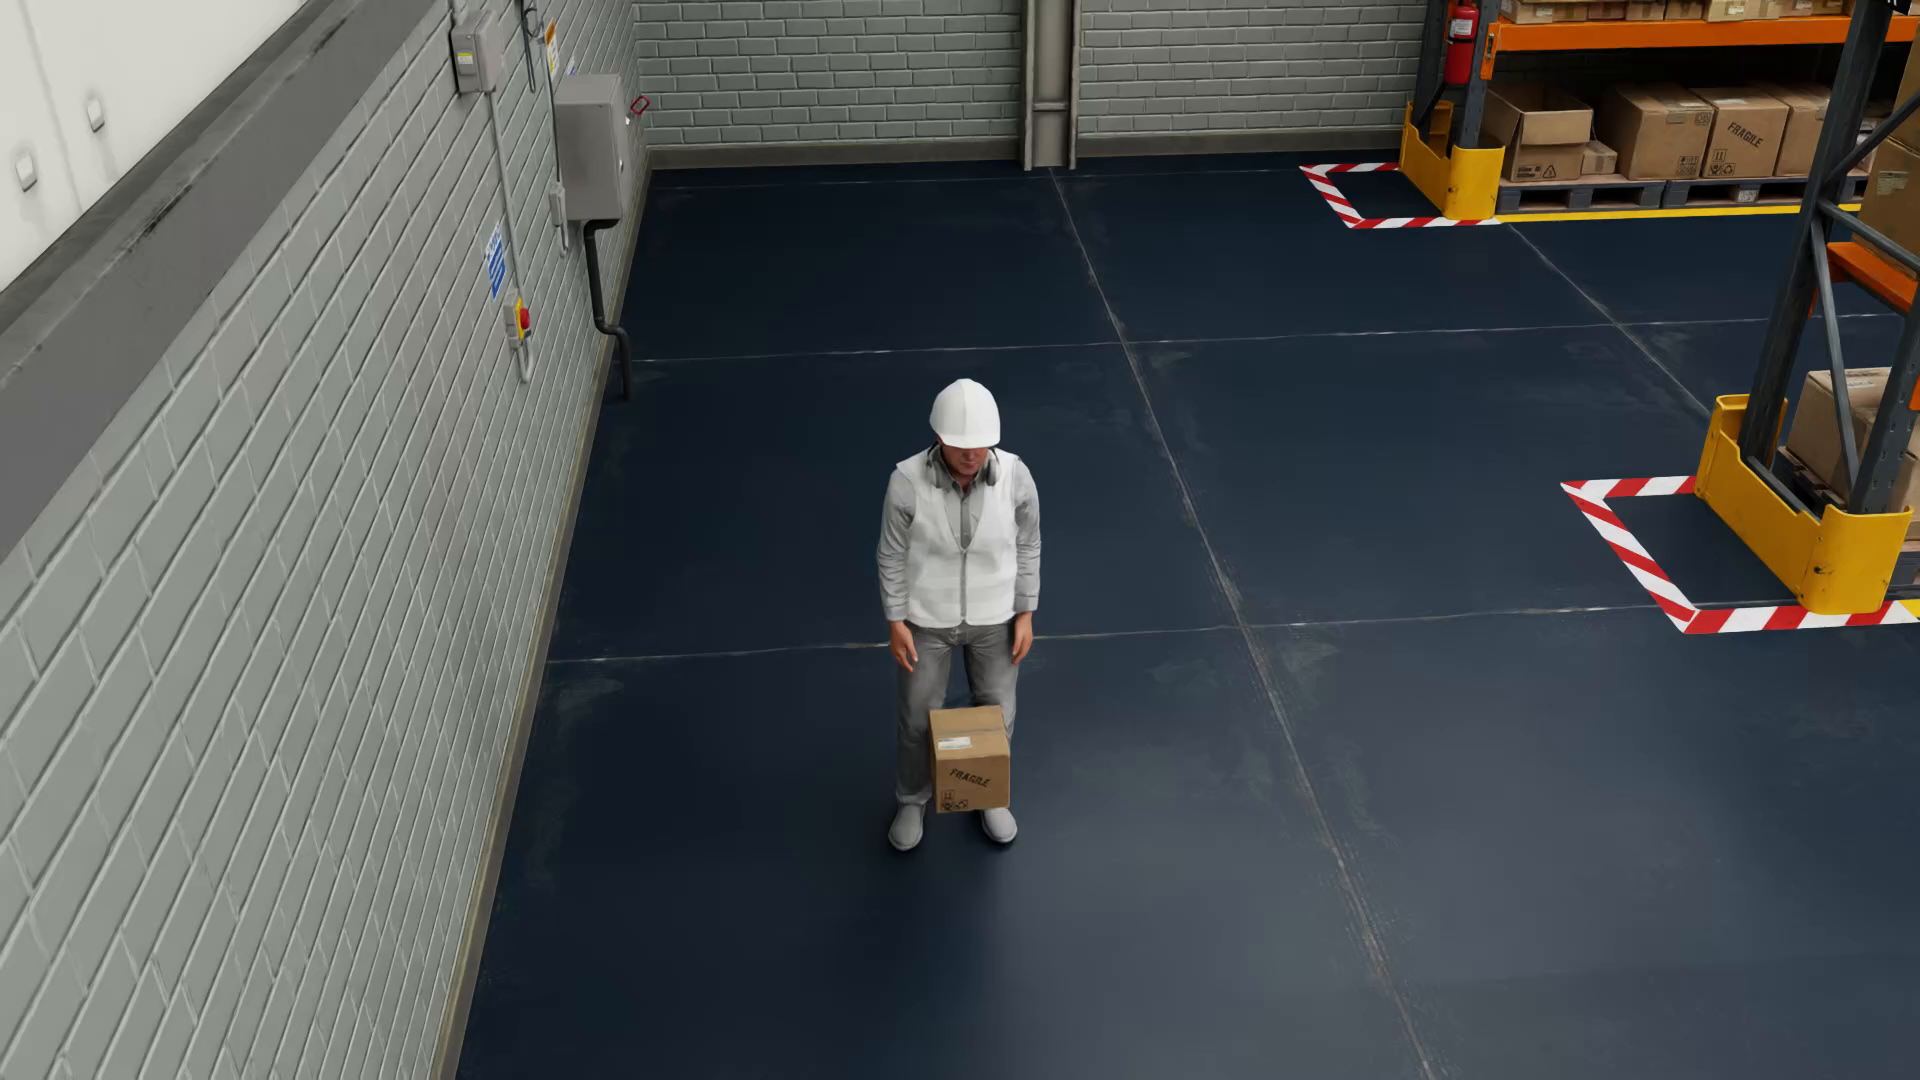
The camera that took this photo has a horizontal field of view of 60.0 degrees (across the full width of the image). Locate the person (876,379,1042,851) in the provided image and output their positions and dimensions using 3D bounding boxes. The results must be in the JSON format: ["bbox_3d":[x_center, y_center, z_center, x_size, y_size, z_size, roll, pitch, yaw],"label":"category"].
[{"bbox_3d":[-0.001,0.249,5.686,0.561,1.775,0.435,-4,31,-6],"label":"person"}]
